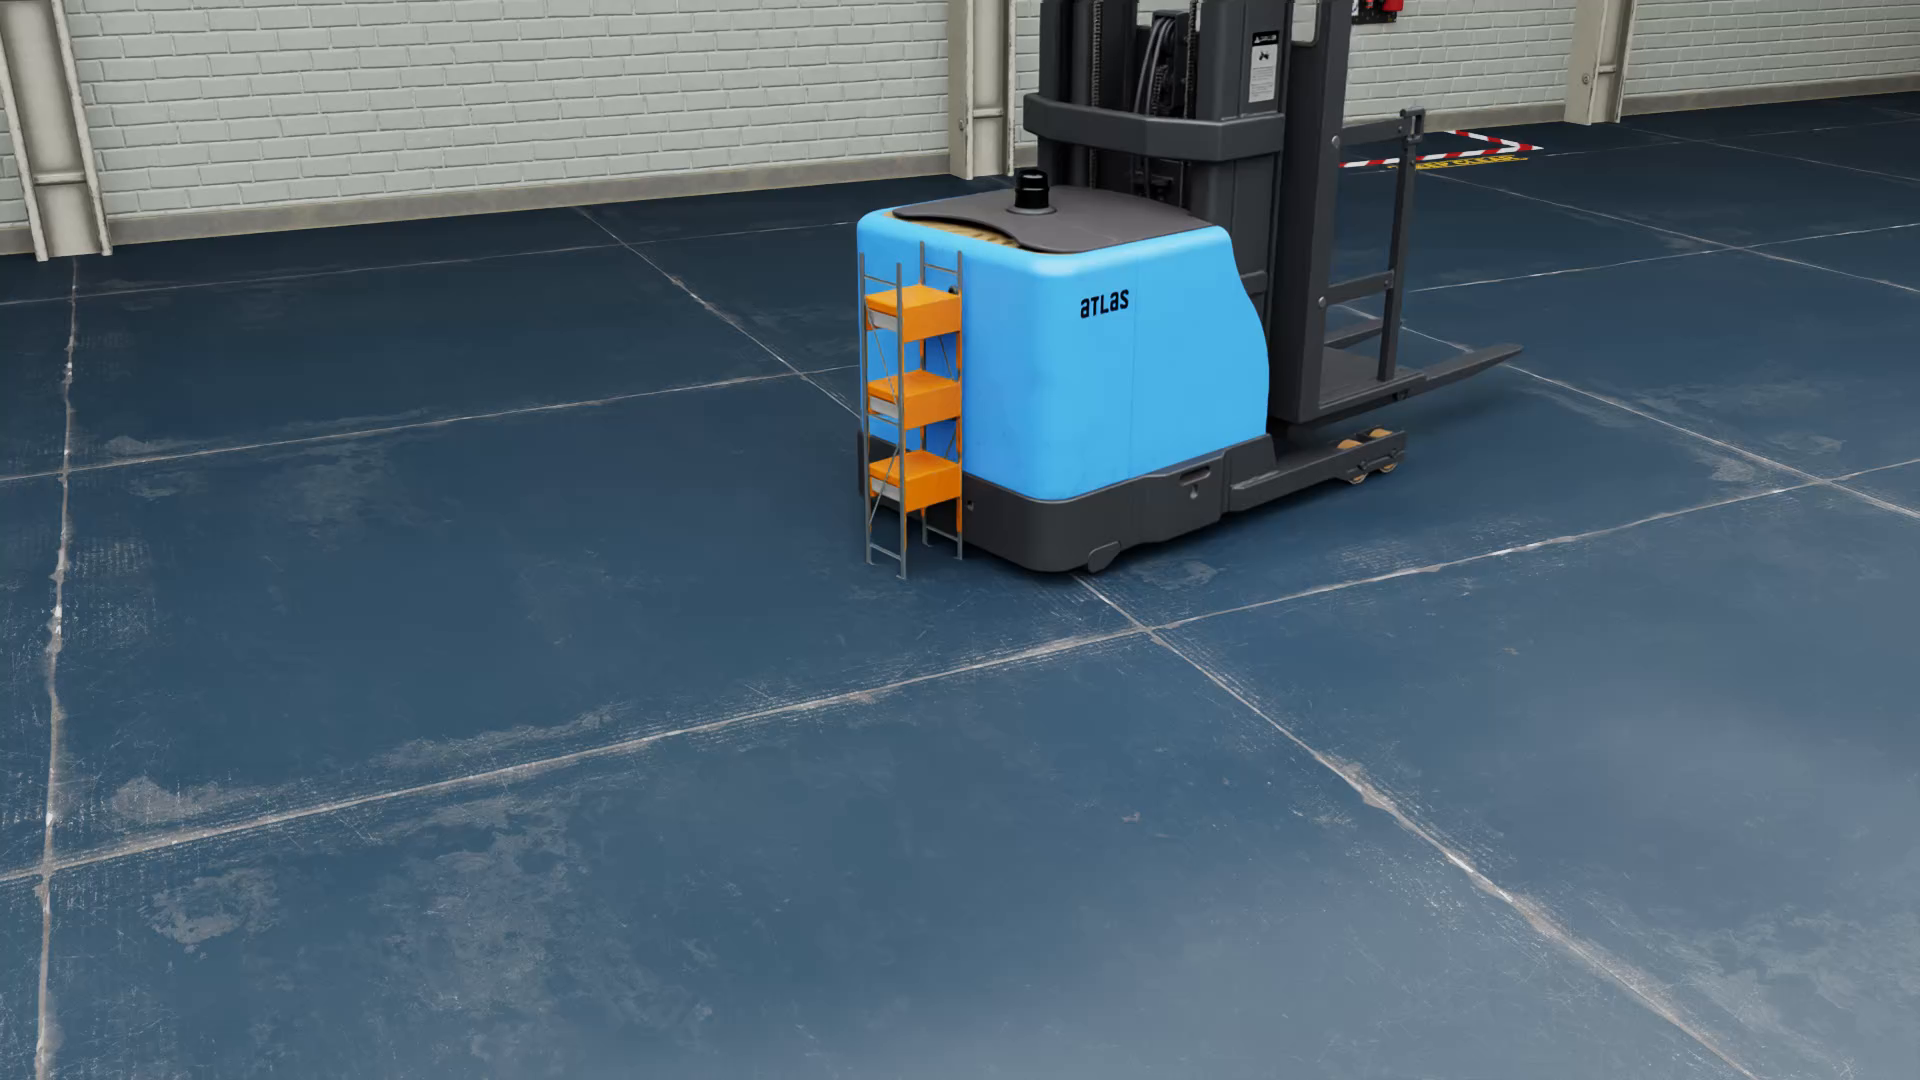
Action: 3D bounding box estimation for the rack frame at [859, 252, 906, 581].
[{"bbox_3d":[-0.244,-0.380,5.296,0.008,1.050,0.200,-18,29,-37],"label":"rack frame"}]

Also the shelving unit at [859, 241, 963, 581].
[{"bbox_3d":[-0.152,-0.411,5.370,0.252,1.050,0.215,-18,29,-37],"label":"shelving unit"}]

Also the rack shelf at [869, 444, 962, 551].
[{"bbox_3d":[-0.152,-0.144,5.480,0.240,0.259,0.215,-18,29,-37],"label":"rack shelf"}]

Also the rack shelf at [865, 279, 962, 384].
[{"bbox_3d":[-0.152,-0.663,5.265,0.240,0.259,0.215,-18,29,-37],"label":"rack shelf"}]

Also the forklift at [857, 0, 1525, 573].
[{"bbox_3d":[1.079,-1.699,6.022,3.031,2.935,1.130,-18,29,-37],"label":"forklift"}]

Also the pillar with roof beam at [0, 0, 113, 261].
[{"bbox_3d":[-3.382,-4.378,4.562,0.400,9.000,9.100,-10,25,-24],"label":"pillar with roof beam"}]

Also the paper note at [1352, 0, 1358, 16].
[{"bbox_3d":[3.131,-4.271,13.299,0.142,0.148,0.016,-10,25,-24],"label":"paper note"}]

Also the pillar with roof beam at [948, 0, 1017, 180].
[{"bbox_3d":[2.024,-5.374,6.966,0.400,9.000,9.100,-10,25,-24],"label":"pillar with roof beam"}]

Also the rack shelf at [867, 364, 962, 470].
[{"bbox_3d":[-0.152,-0.401,5.374,0.240,0.259,0.215,-18,29,-37],"label":"rack shelf"}]

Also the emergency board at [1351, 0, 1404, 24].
[{"bbox_3d":[3.320,-4.684,13.144,0.643,1.169,0.194,-10,25,-24],"label":"emergency board"}]

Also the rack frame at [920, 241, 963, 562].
[{"bbox_3d":[-0.060,-0.441,5.444,0.008,1.050,0.200,-18,29,-37],"label":"rack frame"}]

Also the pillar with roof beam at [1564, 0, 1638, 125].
[{"bbox_3d":[7.431,-6.369,9.371,0.400,9.000,9.100,-10,25,-24],"label":"pillar with roof beam"}]
